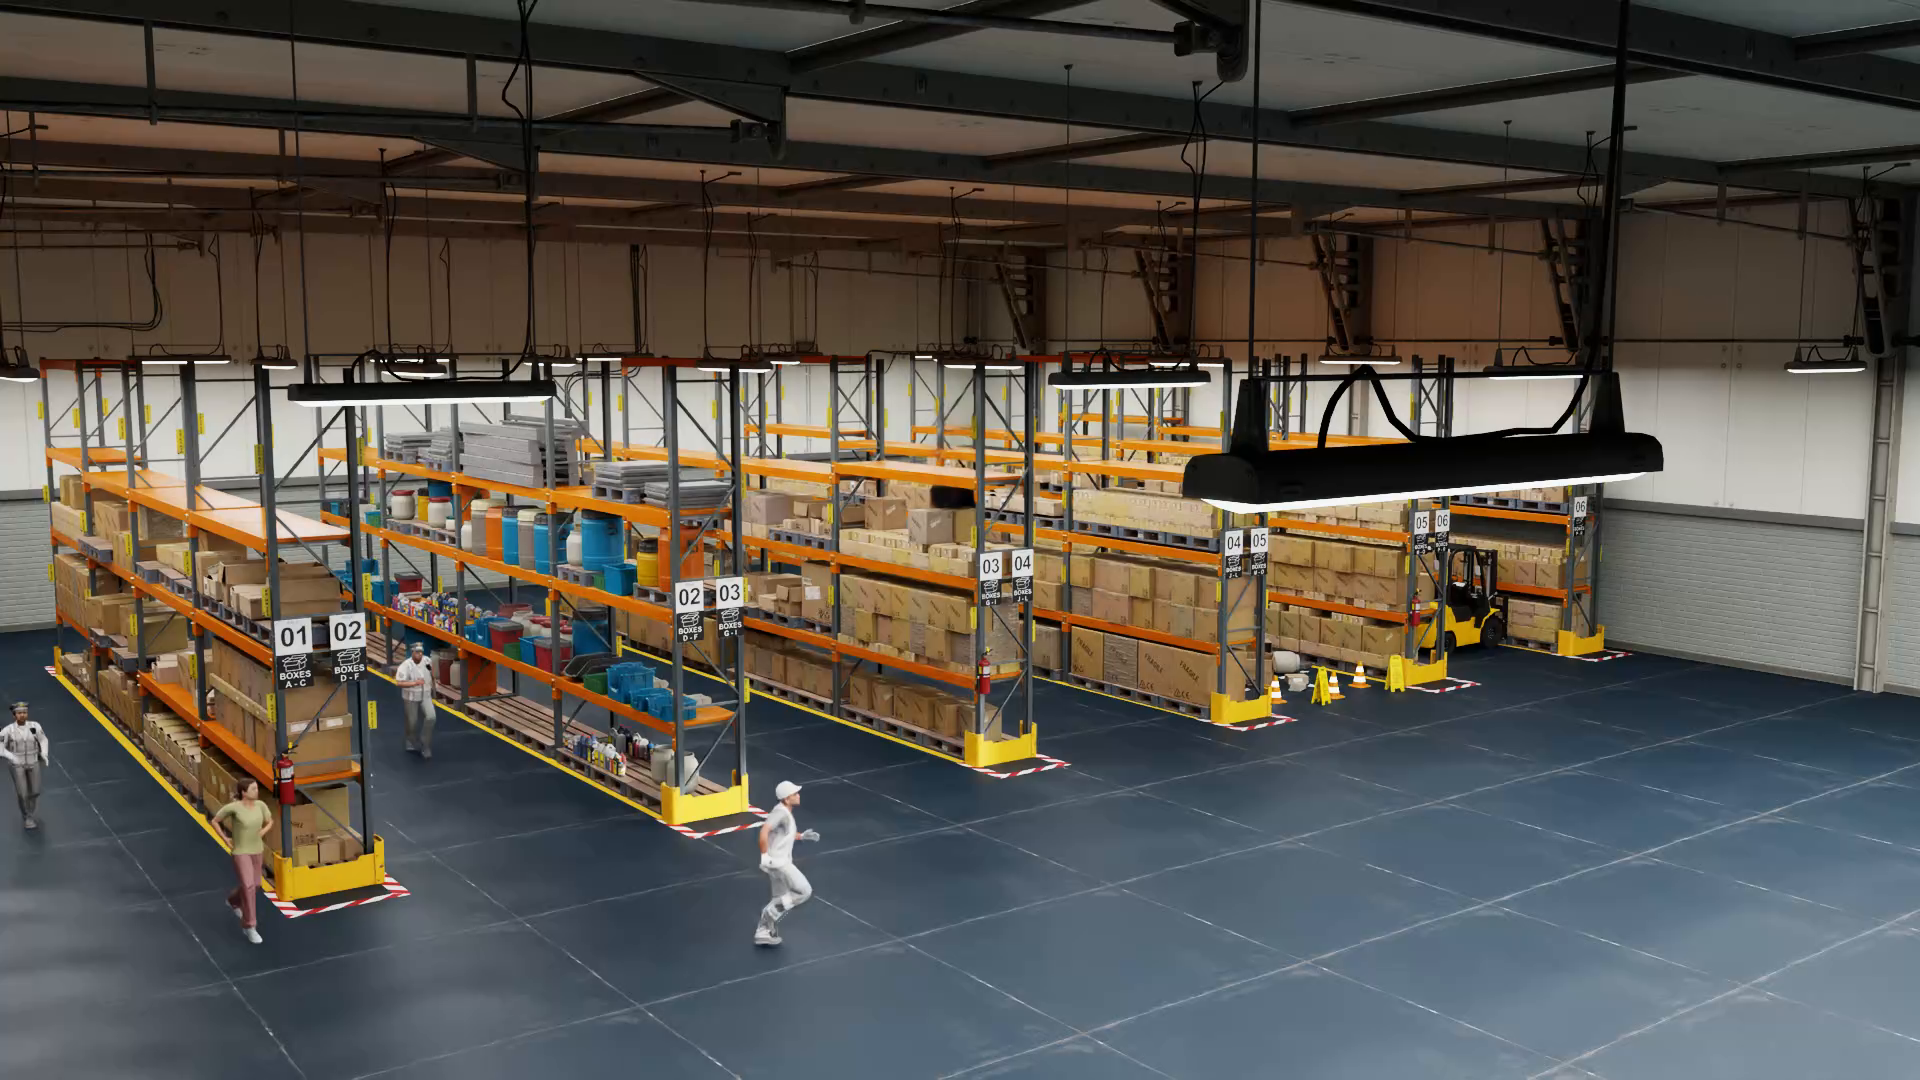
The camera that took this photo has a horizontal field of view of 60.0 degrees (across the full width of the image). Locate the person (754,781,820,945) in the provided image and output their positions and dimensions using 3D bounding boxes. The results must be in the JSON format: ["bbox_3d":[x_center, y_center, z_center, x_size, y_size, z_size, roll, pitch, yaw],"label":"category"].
[{"bbox_3d":[-1.812,3.382,17.393,0.697,1.727,0.709,-1,7,-5],"label":"person"}]

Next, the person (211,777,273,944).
[{"bbox_3d":[-7.634,3.369,17.869,0.969,1.662,0.595,4,8,33],"label":"person"}]

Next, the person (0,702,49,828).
[{"bbox_3d":[-12.223,2.920,21.726,0.616,1.659,0.554,-6,9,-40],"label":"person"}]

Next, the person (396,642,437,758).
[{"bbox_3d":[-8.283,2.427,25.377,0.688,1.807,0.857,-6,9,-42],"label":"person"}]
